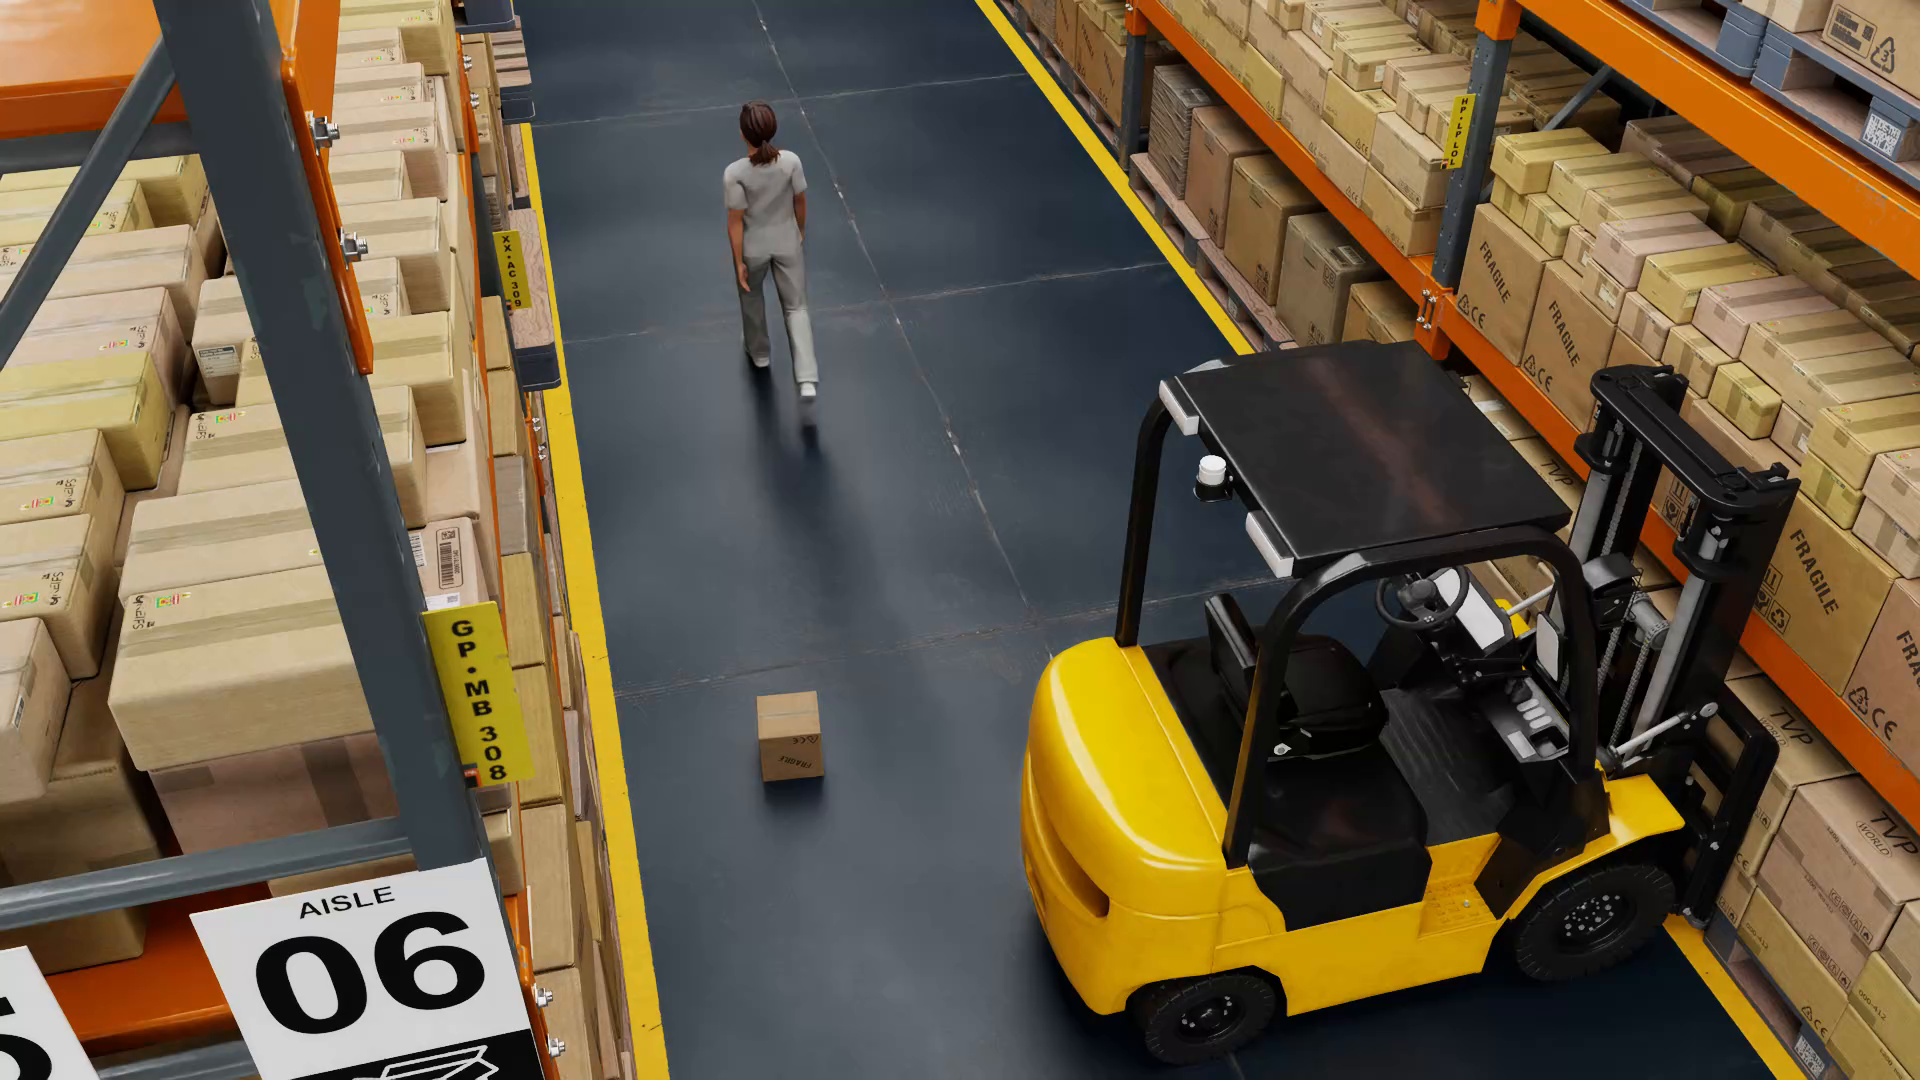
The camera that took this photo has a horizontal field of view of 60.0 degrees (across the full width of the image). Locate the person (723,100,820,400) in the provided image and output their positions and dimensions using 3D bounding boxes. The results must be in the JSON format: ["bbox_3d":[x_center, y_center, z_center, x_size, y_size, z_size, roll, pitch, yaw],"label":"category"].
[{"bbox_3d":[-0.983,-1.499,8.608,0.442,1.630,0.969,-11,40,-13],"label":"person"}]
